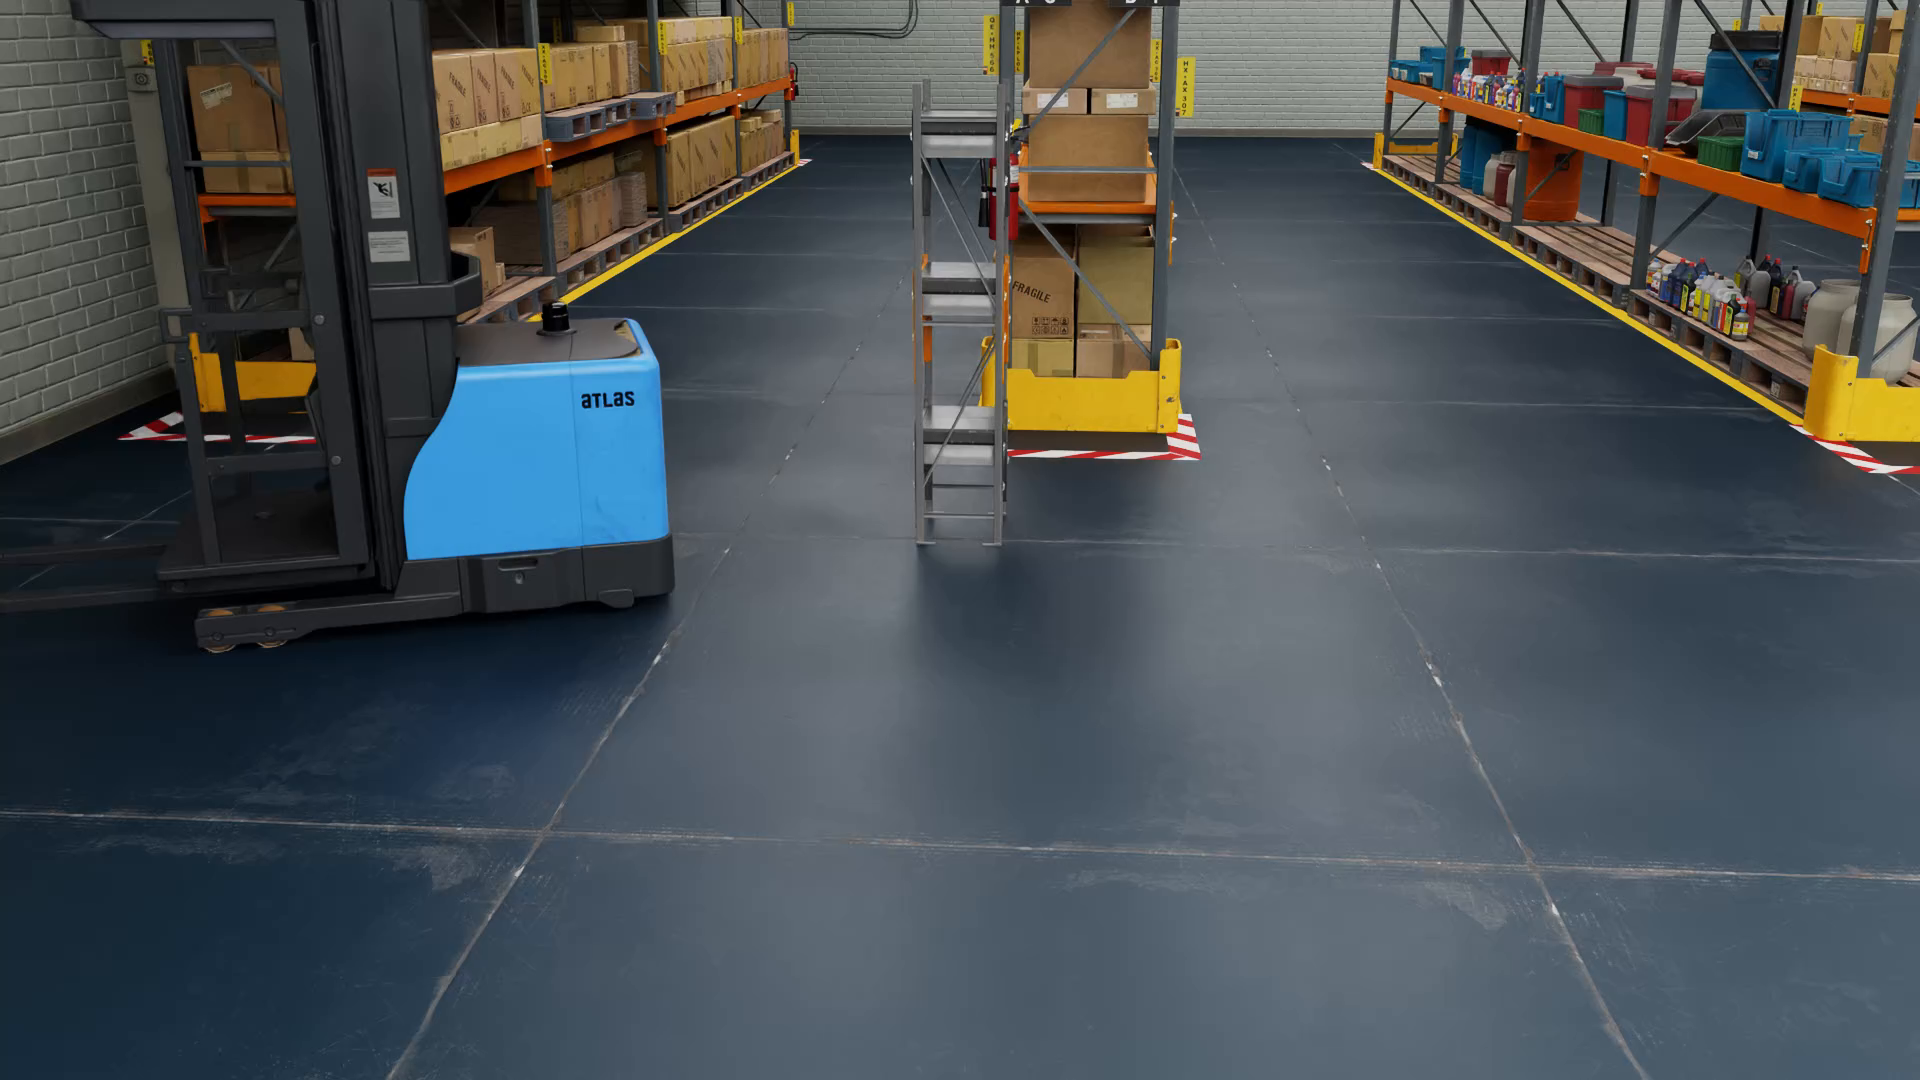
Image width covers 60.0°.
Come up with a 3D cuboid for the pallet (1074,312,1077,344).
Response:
[{"bbox_3d":[0.826,-1.422,11.925,1.003,0.211,1.213,1,18,4],"label":"pallet"}]

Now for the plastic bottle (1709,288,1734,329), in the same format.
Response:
[{"bbox_3d":[5.413,-1.635,11.763,0.152,0.276,0.135,1,18,2],"label":"plastic bottle"}]

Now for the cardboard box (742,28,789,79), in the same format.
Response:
[{"bbox_3d":[-3.098,-7.194,24.578,0.980,0.700,0.700,2,18,6],"label":"cardboard box"}]

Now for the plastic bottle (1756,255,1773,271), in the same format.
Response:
[{"bbox_3d":[6.191,-2.005,12.774,0.144,0.351,0.185,1,18,2],"label":"plastic bottle"}]

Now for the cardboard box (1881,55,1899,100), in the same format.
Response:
[{"bbox_3d":[11.146,-5.390,19.394,0.500,0.500,0.500,1,18,4],"label":"cardboard box"}]

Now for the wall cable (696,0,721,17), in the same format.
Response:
[{"bbox_3d":[-3.923,-8.111,26.229,0.084,1.984,1.851,1,18,4],"label":"wall cable"}]

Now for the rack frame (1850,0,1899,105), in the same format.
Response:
[{"bbox_3d":[11.464,-5.636,20.305,1.000,3.000,0.127,1,18,4],"label":"rack frame"}]

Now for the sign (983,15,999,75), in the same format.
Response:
[{"bbox_3d":[0.183,-2.810,9.442,0.100,0.325,0.005,1,18,4],"label":"sign"}]

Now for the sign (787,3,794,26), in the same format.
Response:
[{"bbox_3d":[-2.531,-7.856,24.842,0.100,0.325,0.005,1,18,4],"label":"sign"}]

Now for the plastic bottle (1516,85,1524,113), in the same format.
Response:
[{"bbox_3d":[5.840,-4.584,17.282,0.061,0.283,0.133,1,18,4],"label":"plastic bottle"}]

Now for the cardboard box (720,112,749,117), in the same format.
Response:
[{"bbox_3d":[-3.266,-6.118,24.076,0.380,0.149,0.250,1,18,4],"label":"cardboard box"}]

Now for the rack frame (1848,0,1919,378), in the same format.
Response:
[{"bbox_3d":[5.663,-2.019,9.268,1.000,3.000,0.127,1,18,4],"label":"rack frame"}]

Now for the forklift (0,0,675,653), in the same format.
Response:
[{"bbox_3d":[-2.789,-1.131,6.666,3.031,2.935,1.130,-5,19,-15],"label":"forklift"}]

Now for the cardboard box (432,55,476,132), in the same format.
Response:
[{"bbox_3d":[-3.770,-3.151,11.726,0.500,0.500,0.500,2,18,6],"label":"cardboard box"}]

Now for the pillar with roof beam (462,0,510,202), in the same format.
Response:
[{"bbox_3d":[-0.307,-7.095,15.125,9.100,9.000,0.400,1,18,4],"label":"pillar with roof beam"}]

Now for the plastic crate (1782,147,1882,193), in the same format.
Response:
[{"bbox_3d":[5.453,-2.312,10.402,0.499,0.251,0.408,1,18,4],"label":"plastic crate"}]

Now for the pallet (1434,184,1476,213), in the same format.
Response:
[{"bbox_3d":[6.427,-4.182,20.348,1.003,0.211,1.213,1,18,4],"label":"pallet"}]

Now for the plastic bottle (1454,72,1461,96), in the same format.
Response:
[{"bbox_3d":[6.062,-5.545,20.216,0.061,0.283,0.133,1,18,4],"label":"plastic bottle"}]

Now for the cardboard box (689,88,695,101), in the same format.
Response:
[{"bbox_3d":[-3.291,-5.189,19.313,0.380,0.149,0.250,1,18,4],"label":"cardboard box"}]

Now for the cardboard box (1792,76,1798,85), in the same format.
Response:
[{"bbox_3d":[11.270,-6.097,22.115,0.380,0.149,0.250,2,18,5],"label":"cardboard box"}]

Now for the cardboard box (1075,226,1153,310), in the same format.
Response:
[{"bbox_3d":[1.040,-1.853,11.297,0.500,0.500,0.500,1,18,4],"label":"cardboard box"}]

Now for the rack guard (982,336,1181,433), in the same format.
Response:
[{"bbox_3d":[0.721,-0.936,9.976,1.175,0.500,0.348,1,18,4],"label":"rack guard"}]

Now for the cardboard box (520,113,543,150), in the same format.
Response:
[{"bbox_3d":[-3.663,-3.267,13.285,0.500,0.250,0.500,1,18,4],"label":"cardboard box"}]

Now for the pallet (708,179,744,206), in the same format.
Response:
[{"bbox_3d":[-3.338,-4.401,21.015,1.003,0.211,1.213,1,18,4],"label":"pallet"}]

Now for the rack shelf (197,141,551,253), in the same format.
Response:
[{"bbox_3d":[-4.075,-2.520,11.951,1.077,0.370,4.000,1,18,4],"label":"rack shelf"}]

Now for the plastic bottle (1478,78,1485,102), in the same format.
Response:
[{"bbox_3d":[5.992,-5.155,19.044,0.097,0.271,0.097,0,18,0],"label":"plastic bottle"}]

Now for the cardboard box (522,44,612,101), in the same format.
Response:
[{"bbox_3d":[-3.736,-4.448,15.813,0.700,0.500,0.500,1,18,4],"label":"cardboard box"}]

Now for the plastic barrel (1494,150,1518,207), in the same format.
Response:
[{"bbox_3d":[6.336,-4.061,18.697,0.600,0.588,0.708,1,18,4],"label":"plastic barrel"}]

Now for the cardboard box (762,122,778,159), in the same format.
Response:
[{"bbox_3d":[-3.057,-5.846,24.288,0.700,0.500,0.500,1,18,4],"label":"cardboard box"}]

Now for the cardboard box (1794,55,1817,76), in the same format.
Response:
[{"bbox_3d":[11.344,-6.325,22.173,0.500,0.250,0.500,1,18,3],"label":"cardboard box"}]

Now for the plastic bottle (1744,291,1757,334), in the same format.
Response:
[{"bbox_3d":[5.509,-1.593,11.624,0.061,0.283,0.133,1,18,4],"label":"plastic bottle"}]

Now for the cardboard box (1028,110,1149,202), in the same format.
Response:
[{"bbox_3d":[0.769,-2.323,10.036,0.700,0.500,0.500,1,18,4],"label":"cardboard box"}]

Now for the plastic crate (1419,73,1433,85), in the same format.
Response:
[{"bbox_3d":[6.349,-6.197,22.345,0.293,0.136,0.466,1,18,4],"label":"plastic crate"}]

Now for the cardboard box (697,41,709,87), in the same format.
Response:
[{"bbox_3d":[-3.242,-5.547,19.364,0.500,0.500,0.500,2,18,5],"label":"cardboard box"}]

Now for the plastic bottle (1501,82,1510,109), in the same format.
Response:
[{"bbox_3d":[5.911,-4.806,17.980,0.097,0.271,0.097,0,18,0],"label":"plastic bottle"}]

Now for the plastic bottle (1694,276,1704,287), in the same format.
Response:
[{"bbox_3d":[5.492,-1.828,12.358,0.097,0.271,0.097,0,18,0],"label":"plastic bottle"}]

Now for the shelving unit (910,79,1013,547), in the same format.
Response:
[{"bbox_3d":[0.012,-1.049,7.753,0.431,2.100,0.503,1,18,4],"label":"shelving unit"}]

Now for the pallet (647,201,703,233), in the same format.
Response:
[{"bbox_3d":[-3.513,-3.643,18.702,1.003,0.211,1.213,1,18,4],"label":"pallet"}]

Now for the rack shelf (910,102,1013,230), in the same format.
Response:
[{"bbox_3d":[0.012,-1.701,7.539,0.431,0.518,0.480,1,18,4],"label":"rack shelf"}]

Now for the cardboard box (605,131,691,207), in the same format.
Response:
[{"bbox_3d":[-3.461,-4.129,18.484,0.750,0.750,0.750,1,18,3],"label":"cardboard box"}]

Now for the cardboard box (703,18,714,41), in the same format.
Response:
[{"bbox_3d":[-3.219,-6.054,19.708,0.500,0.250,0.500,2,18,5],"label":"cardboard box"}]

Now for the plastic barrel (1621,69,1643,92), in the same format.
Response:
[{"bbox_3d":[6.346,-4.102,15.445,0.421,0.512,0.421,0,18,0],"label":"plastic barrel"}]

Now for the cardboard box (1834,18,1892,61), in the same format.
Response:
[{"bbox_3d":[11.230,-6.211,20.619,0.500,0.500,0.500,2,18,5],"label":"cardboard box"}]

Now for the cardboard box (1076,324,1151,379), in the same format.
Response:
[{"bbox_3d":[0.983,-1.186,10.465,0.500,0.250,0.500,1,18,4],"label":"cardboard box"}]

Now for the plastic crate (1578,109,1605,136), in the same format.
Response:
[{"bbox_3d":[5.793,-3.708,14.763,0.450,0.188,0.662,1,18,4],"label":"plastic crate"}]

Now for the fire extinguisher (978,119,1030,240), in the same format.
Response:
[{"bbox_3d":[0.251,-2.068,9.541,0.296,0.674,0.183,1,18,4],"label":"fire extinguisher"}]

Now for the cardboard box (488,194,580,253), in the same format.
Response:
[{"bbox_3d":[-3.908,-2.895,15.247,0.700,0.500,0.500,1,18,3],"label":"cardboard box"}]

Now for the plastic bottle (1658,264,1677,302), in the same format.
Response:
[{"bbox_3d":[5.494,-1.986,12.835,0.152,0.276,0.135,2,18,6],"label":"plastic bottle"}]

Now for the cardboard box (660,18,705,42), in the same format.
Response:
[{"bbox_3d":[-3.255,-5.896,19.225,0.500,0.250,0.500,1,18,3],"label":"cardboard box"}]

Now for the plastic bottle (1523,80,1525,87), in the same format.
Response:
[{"bbox_3d":[6.630,-5.282,19.434,0.097,0.271,0.097,0,18,0],"label":"plastic bottle"}]

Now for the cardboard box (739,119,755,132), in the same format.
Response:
[{"bbox_3d":[-2.995,-5.620,22.554,0.380,0.149,0.250,2,18,6],"label":"cardboard box"}]

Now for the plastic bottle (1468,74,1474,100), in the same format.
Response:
[{"bbox_3d":[6.008,-5.311,19.500,0.061,0.283,0.133,1,18,4],"label":"plastic bottle"}]
